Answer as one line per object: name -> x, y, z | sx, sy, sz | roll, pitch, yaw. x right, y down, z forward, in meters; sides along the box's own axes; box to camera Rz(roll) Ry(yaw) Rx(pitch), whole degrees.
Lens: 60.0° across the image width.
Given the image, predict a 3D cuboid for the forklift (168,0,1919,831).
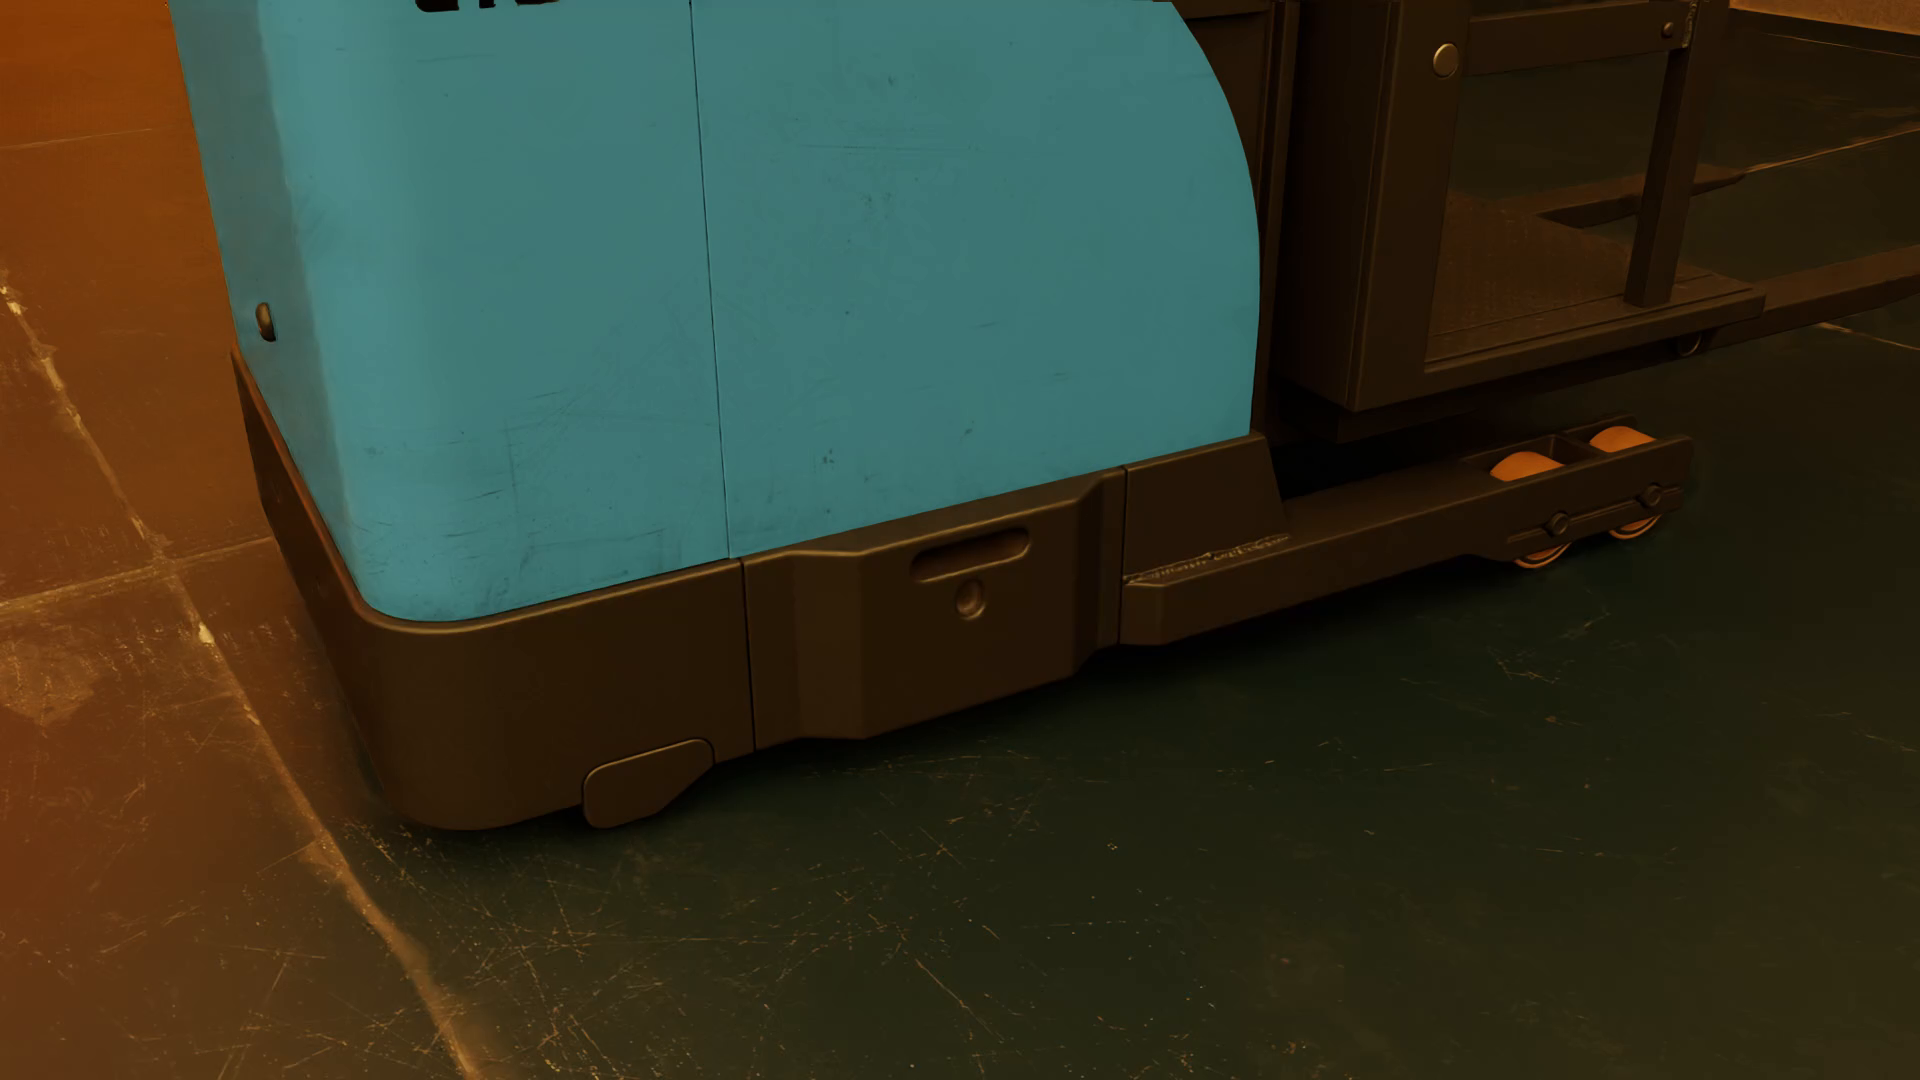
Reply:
forklift -> 0.506, -1.461, 2.143 | 3.031, 2.935, 1.130 | -14, 30, -26
